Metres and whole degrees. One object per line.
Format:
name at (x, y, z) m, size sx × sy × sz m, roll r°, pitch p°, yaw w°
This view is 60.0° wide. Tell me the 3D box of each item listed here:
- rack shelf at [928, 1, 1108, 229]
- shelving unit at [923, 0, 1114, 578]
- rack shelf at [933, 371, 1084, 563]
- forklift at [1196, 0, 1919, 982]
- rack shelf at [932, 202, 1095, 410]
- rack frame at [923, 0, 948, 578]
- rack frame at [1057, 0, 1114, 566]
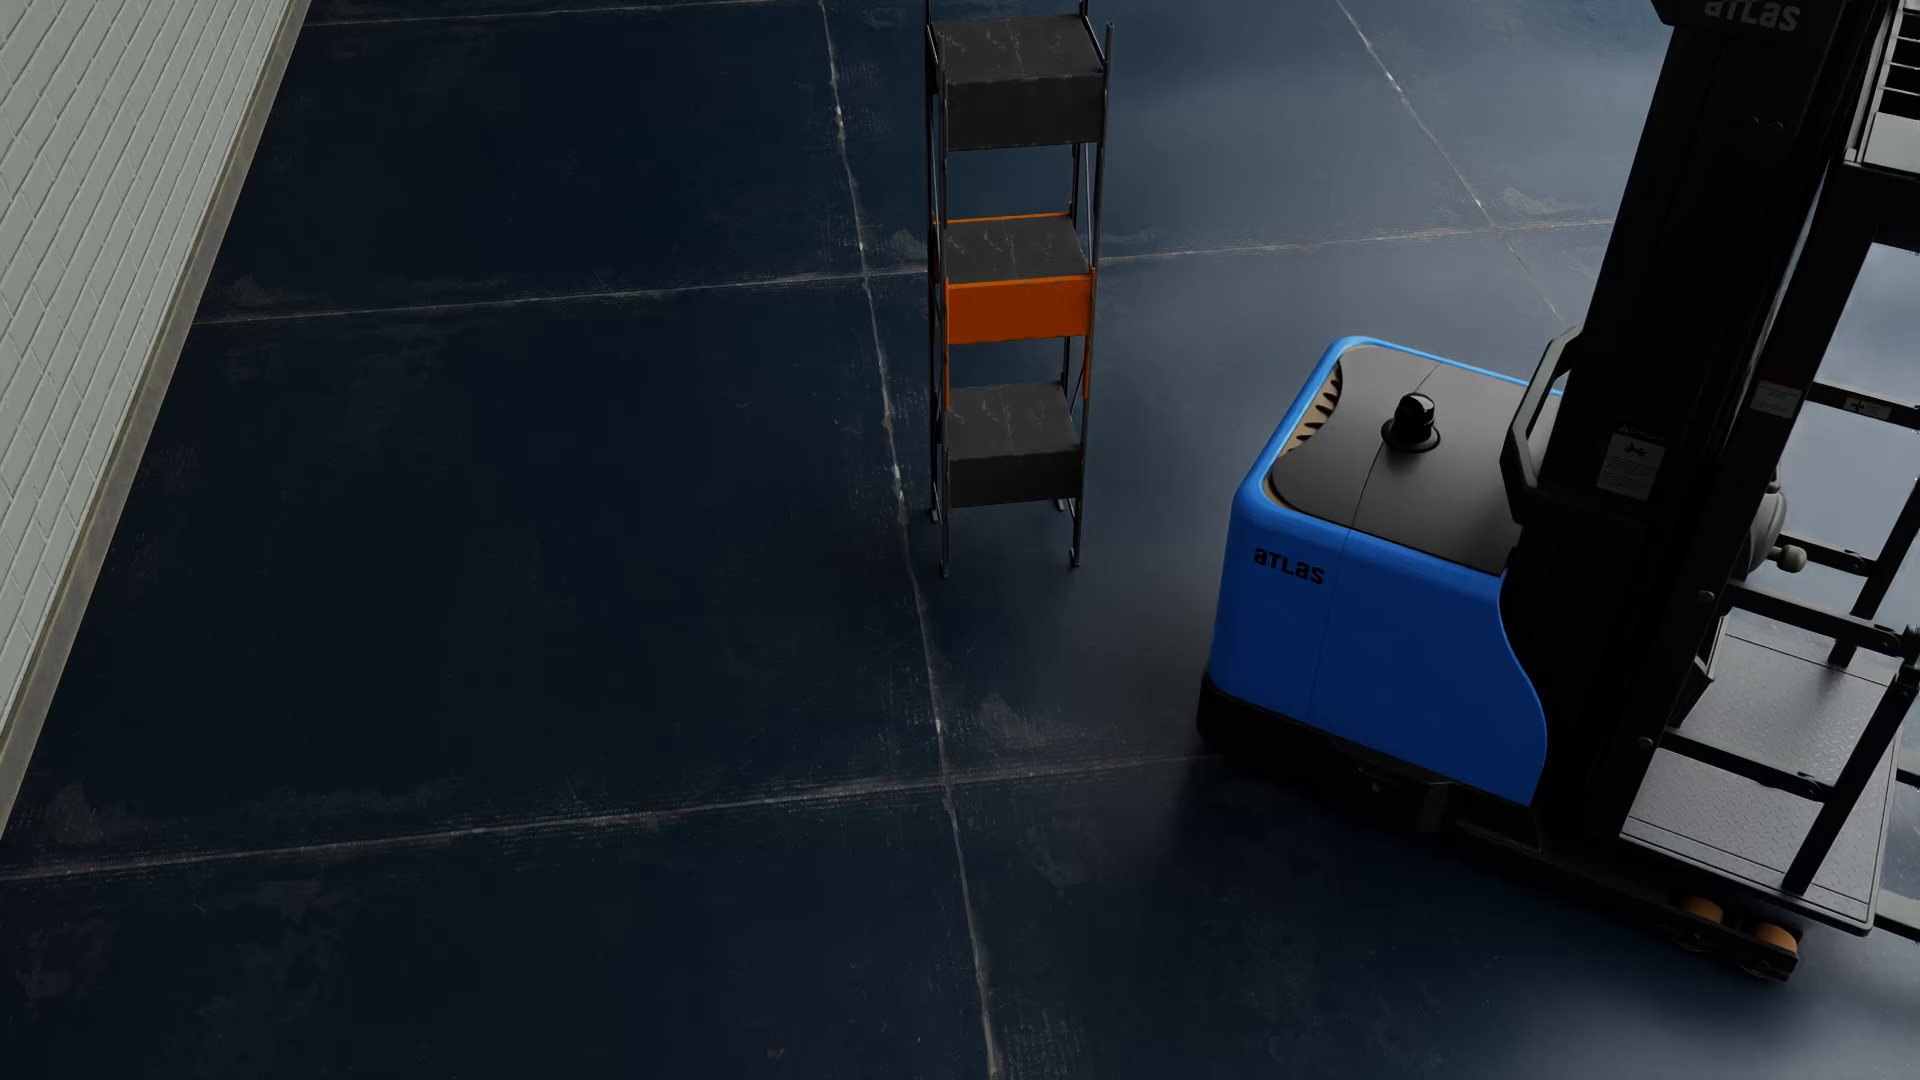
rack shelf at (0.164, -1.304, 5.103) m, size 0.480 × 0.518 × 0.431 m, roll -5°, pitch 42°, yaw -6°
shelving unit at (0.164, -0.794, 5.563) m, size 0.503 × 2.100 × 0.431 m, roll -5°, pitch 42°, yaw -6°
rack shelf at (0.164, -0.264, 6.041) m, size 0.480 × 0.518 × 0.431 m, roll -5°, pitch 42°, yaw -6°
forklift at (2.322, -0.226, 4.312) m, size 3.031 × 2.935 × 1.130 m, roll 20°, pitch 46°, yaw 21°
rack shelf at (0.164, -0.784, 5.572) m, size 0.480 × 0.518 × 0.431 m, roll -5°, pitch 42°, yaw -6°
rack frame at (-0.078, -0.773, 5.539) m, size 0.015 × 2.100 × 0.400 m, roll -5°, pitch 42°, yaw -6°
rack frame at (0.406, -0.815, 5.586) m, size 0.015 × 2.100 × 0.400 m, roll -5°, pitch 42°, yaw -6°
